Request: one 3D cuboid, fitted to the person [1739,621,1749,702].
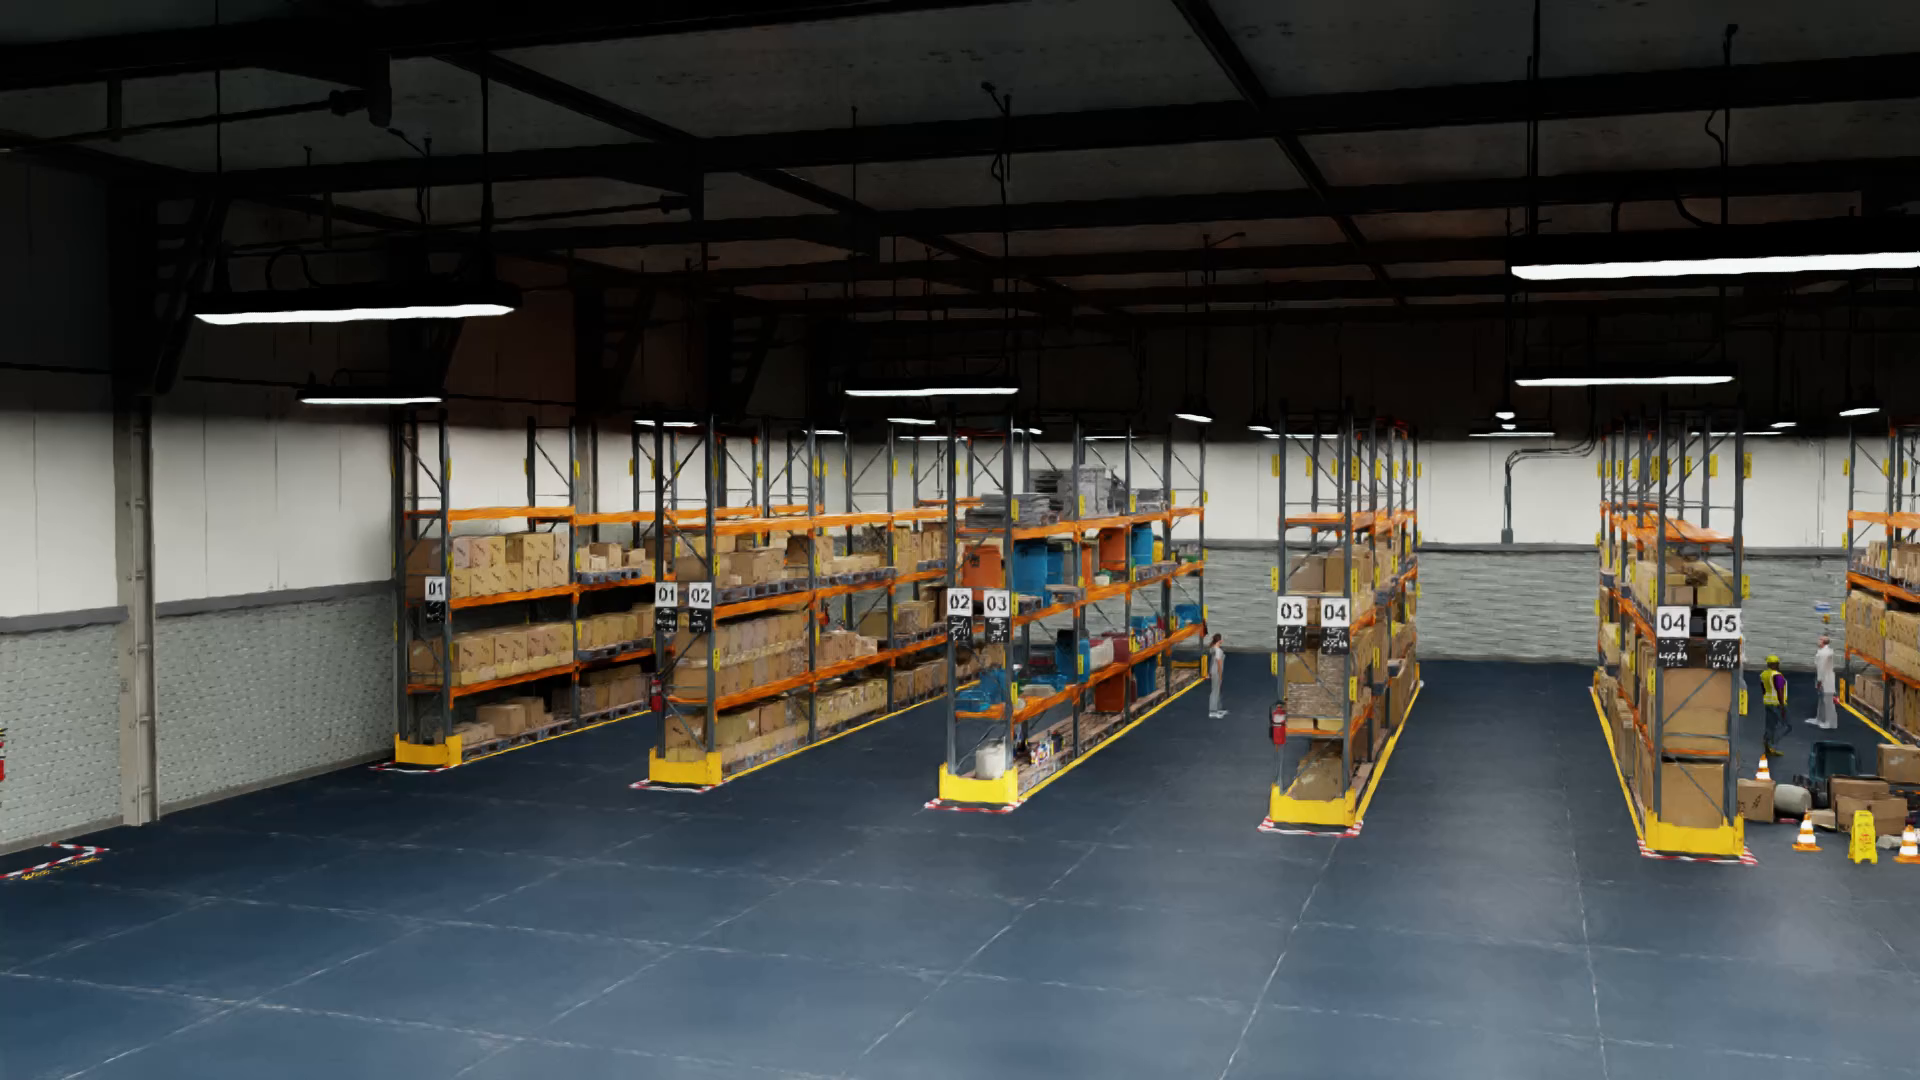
[{"bbox_3d":[16.613,2.599,35.512,0.472,1.791,0.596,1,3,30],"label":"person"}]

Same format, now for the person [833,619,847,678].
[{"bbox_3d":[-2.670,2.581,37.628,0.639,1.631,0.508,1,3,17],"label":"person"}]

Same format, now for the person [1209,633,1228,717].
[{"bbox_3d":[5.221,2.710,33.531,0.454,1.678,0.540,0,2,-4],"label":"person"}]

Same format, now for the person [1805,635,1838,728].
[{"bbox_3d":[16.677,2.715,32.147,0.607,1.776,0.656,2,3,36],"label":"person"}]

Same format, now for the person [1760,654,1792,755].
[{"bbox_3d":[14.183,2.880,28.967,0.457,1.754,0.609,0,2,-7],"label":"person"}]
